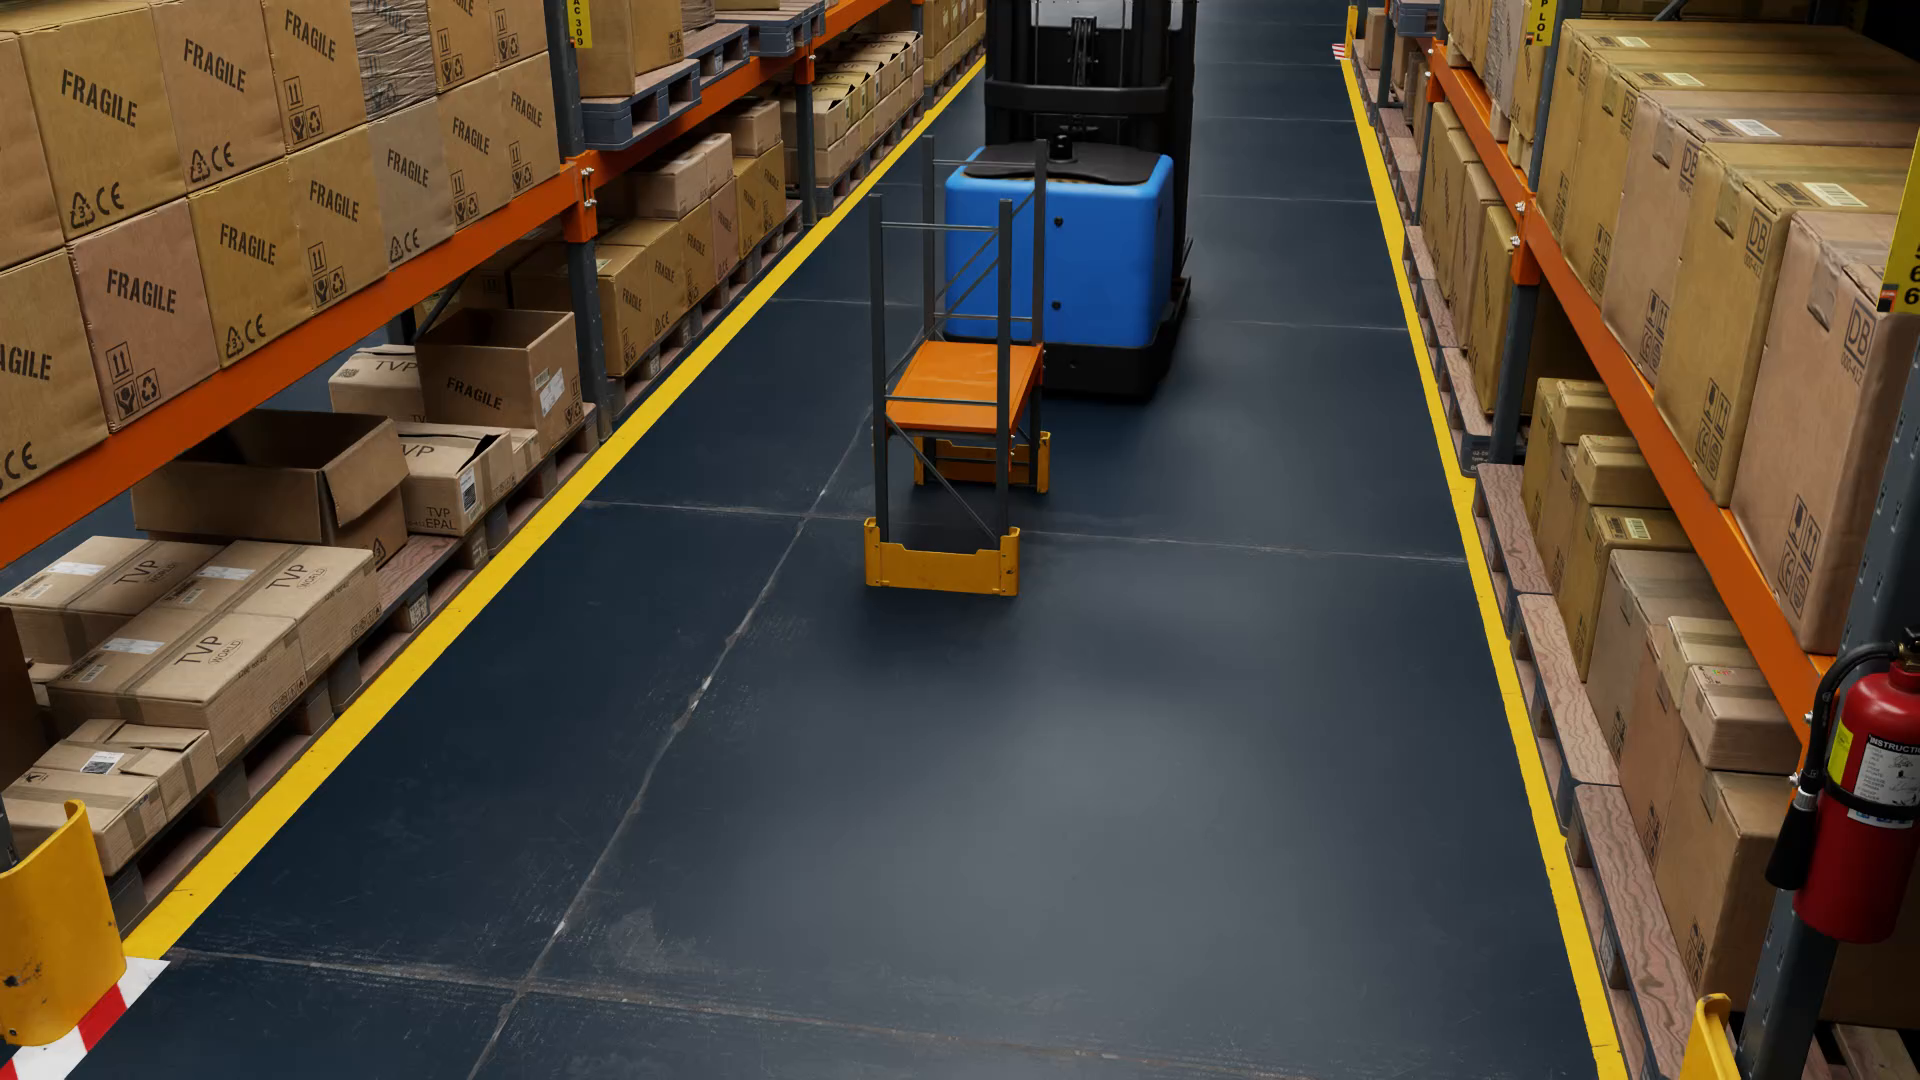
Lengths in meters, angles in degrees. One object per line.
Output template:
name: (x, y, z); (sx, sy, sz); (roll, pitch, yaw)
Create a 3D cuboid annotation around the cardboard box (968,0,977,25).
cardboard box: (-0.114, -5.501, 16.828); (0.500, 0.500, 0.500); (4, 25, 9)

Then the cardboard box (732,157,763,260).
cardboard box: (-1.485, -1.978, 9.868); (0.500, 0.500, 0.500); (3, 25, 7)

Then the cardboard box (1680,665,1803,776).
cardboard box: (1.958, 0.435, 3.971); (0.380, 0.149, 0.250); (4, 25, 8)

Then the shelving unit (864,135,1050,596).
shelving unit: (0.012, -0.711, 6.500); (0.587, 1.500, 1.083); (4, 25, 9)

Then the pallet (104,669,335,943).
pallet: (-2.644, 0.709, 4.987); (1.003, 0.211, 1.213); (4, 25, 9)

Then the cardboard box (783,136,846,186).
cardboard box: (-1.103, -2.679, 11.682); (0.500, 0.250, 0.500); (4, 25, 8)

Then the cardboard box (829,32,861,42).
cardboard box: (-1.138, -4.251, 14.381); (0.500, 0.311, 0.500); (4, 25, 9)

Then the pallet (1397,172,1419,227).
pallet: (3.538, -2.257, 11.323); (1.003, 0.211, 1.213); (4, 25, 9)

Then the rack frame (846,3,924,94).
rack frame: (-0.825, -5.208, 14.338); (1.000, 3.000, 0.127); (4, 25, 9)

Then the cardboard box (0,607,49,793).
cardboard box: (-2.940, 0.499, 4.575); (0.500, 0.500, 0.500); (4, 25, 9)

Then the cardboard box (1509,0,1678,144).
cardboard box: (2.582, -1.920, 6.821); (0.500, 0.500, 0.500); (4, 25, 8)

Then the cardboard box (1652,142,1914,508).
cardboard box: (2.283, -0.502, 3.931); (0.980, 0.700, 0.700); (4, 25, 8)

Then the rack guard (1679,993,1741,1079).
rack guard: (2.098, 1.295, 3.394); (1.175, 0.500, 0.348); (4, 25, 9)

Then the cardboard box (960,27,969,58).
cardboard box: (-0.201, -4.953, 16.541); (0.500, 0.250, 0.500); (4, 25, 9)

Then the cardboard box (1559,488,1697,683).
cardboard box: (2.360, 0.152, 5.341); (0.700, 0.500, 0.500); (5, 25, 10)

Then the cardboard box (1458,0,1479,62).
cardboard box: (2.900, -2.771, 8.640); (0.500, 0.500, 0.500); (4, 25, 8)

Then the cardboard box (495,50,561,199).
cardboard box: (-1.961, -1.681, 6.684); (0.500, 0.500, 0.500); (4, 25, 9)

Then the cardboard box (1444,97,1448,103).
cardboard box: (3.674, -2.773, 11.565); (0.700, 0.500, 0.500); (4, 25, 8)

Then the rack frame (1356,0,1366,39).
rack frame: (4.716, -6.539, 17.182); (1.000, 3.000, 0.127); (4, 25, 9)

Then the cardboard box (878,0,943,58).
cardboard box: (-0.440, -4.665, 15.041); (0.500, 0.500, 0.500); (4, 25, 9)

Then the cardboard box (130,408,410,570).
cardboard box: (-2.434, -0.145, 5.946); (0.797, 0.503, 0.637); (4, 25, 9)

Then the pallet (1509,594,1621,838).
pallet: (2.357, 0.567, 5.290); (1.003, 0.211, 1.213); (4, 25, 9)

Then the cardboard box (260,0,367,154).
cardboard box: (-2.207, -1.495, 5.109); (0.500, 0.500, 0.500); (4, 25, 8)

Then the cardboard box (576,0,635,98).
cardboard box: (-1.834, -2.280, 7.470); (0.700, 0.500, 0.500); (-4, 25, -9)

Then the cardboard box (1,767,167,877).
cardboard box: (-2.379, 0.751, 4.450); (0.380, 0.149, 0.250); (4, 25, 9)

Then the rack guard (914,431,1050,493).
rack guard: (0.094, -0.353, 7.210); (0.587, 0.250, 0.087); (4, 25, 9)

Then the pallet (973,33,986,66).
pallet: (-0.255, -5.295, 17.814); (1.003, 0.211, 1.213); (4, 25, 9)

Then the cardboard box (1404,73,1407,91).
cardboard box: (4.121, -4.008, 14.598); (0.380, 0.166, 0.250); (1, 25, 2)

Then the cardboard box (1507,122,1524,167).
cardboard box: (2.549, -1.684, 7.082); (0.380, 0.149, 0.250); (4, 25, 9)

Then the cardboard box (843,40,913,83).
cardboard box: (-0.687, -4.000, 13.843); (0.500, 0.311, 0.500); (5, 25, 10)

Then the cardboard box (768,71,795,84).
cardboard box: (-1.472, -3.399, 12.559); (0.500, 0.311, 0.500); (4, 25, 8)

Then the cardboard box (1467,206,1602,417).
cardboard box: (2.733, -1.018, 7.427); (0.750, 0.750, 0.750); (4, 25, 9)

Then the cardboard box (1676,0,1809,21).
cardboard box: (3.087, -2.223, 6.585); (0.500, 0.250, 0.500); (5, 26, 10)

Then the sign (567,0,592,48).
sign: (-1.596, -2.220, 6.933); (0.100, 0.325, 0.005); (4, 25, 9)

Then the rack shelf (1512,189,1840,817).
rack shelf: (2.428, -0.358, 4.825); (1.077, 0.370, 4.000); (4, 25, 9)

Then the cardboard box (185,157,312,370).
cardboard box: (-2.290, -0.828, 4.862); (0.500, 0.500, 0.500); (4, 25, 8)

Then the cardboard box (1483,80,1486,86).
cardboard box: (2.944, -2.427, 8.669); (0.380, 0.149, 0.250); (4, 25, 9)

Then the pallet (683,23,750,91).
pallet: (-1.792, -2.634, 9.066); (1.003, 0.211, 1.213); (4, 25, 9)

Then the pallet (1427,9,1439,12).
pallet: (3.692, -3.937, 11.849); (1.003, 0.211, 1.213); (4, 25, 9)

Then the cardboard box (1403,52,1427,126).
cardboard box: (3.959, -3.624, 13.385); (0.700, 0.500, 0.500); (5, 26, 10)

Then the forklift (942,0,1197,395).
forklift: (0.728, -2.633, 8.918); (1.130, 2.935, 3.031); (5, 26, 11)

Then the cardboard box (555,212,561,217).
cardboard box: (-2.163, -1.571, 8.998); (0.500, 0.500, 0.500); (4, 25, 9)

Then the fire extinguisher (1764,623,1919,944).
fire extinguisher: (1.622, 0.388, 2.915); (0.296, 0.674, 0.183); (4, 25, 9)

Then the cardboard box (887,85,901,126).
cardboard box: (-0.774, -3.534, 13.510); (0.500, 0.250, 0.500); (5, 25, 10)

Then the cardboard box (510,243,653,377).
cardboard box: (-1.813, -1.115, 8.023); (0.500, 0.500, 0.500); (3, 25, 6)

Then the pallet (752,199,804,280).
pallet: (-1.638, -1.962, 10.694); (1.003, 0.211, 1.213); (4, 25, 9)

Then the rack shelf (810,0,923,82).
rack shelf: (-1.152, -4.046, 12.703); (1.077, 0.370, 4.000); (4, 25, 9)

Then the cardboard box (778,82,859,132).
cardboard box: (-1.026, -3.153, 12.034); (0.500, 0.311, 0.500); (3, 25, 7)
